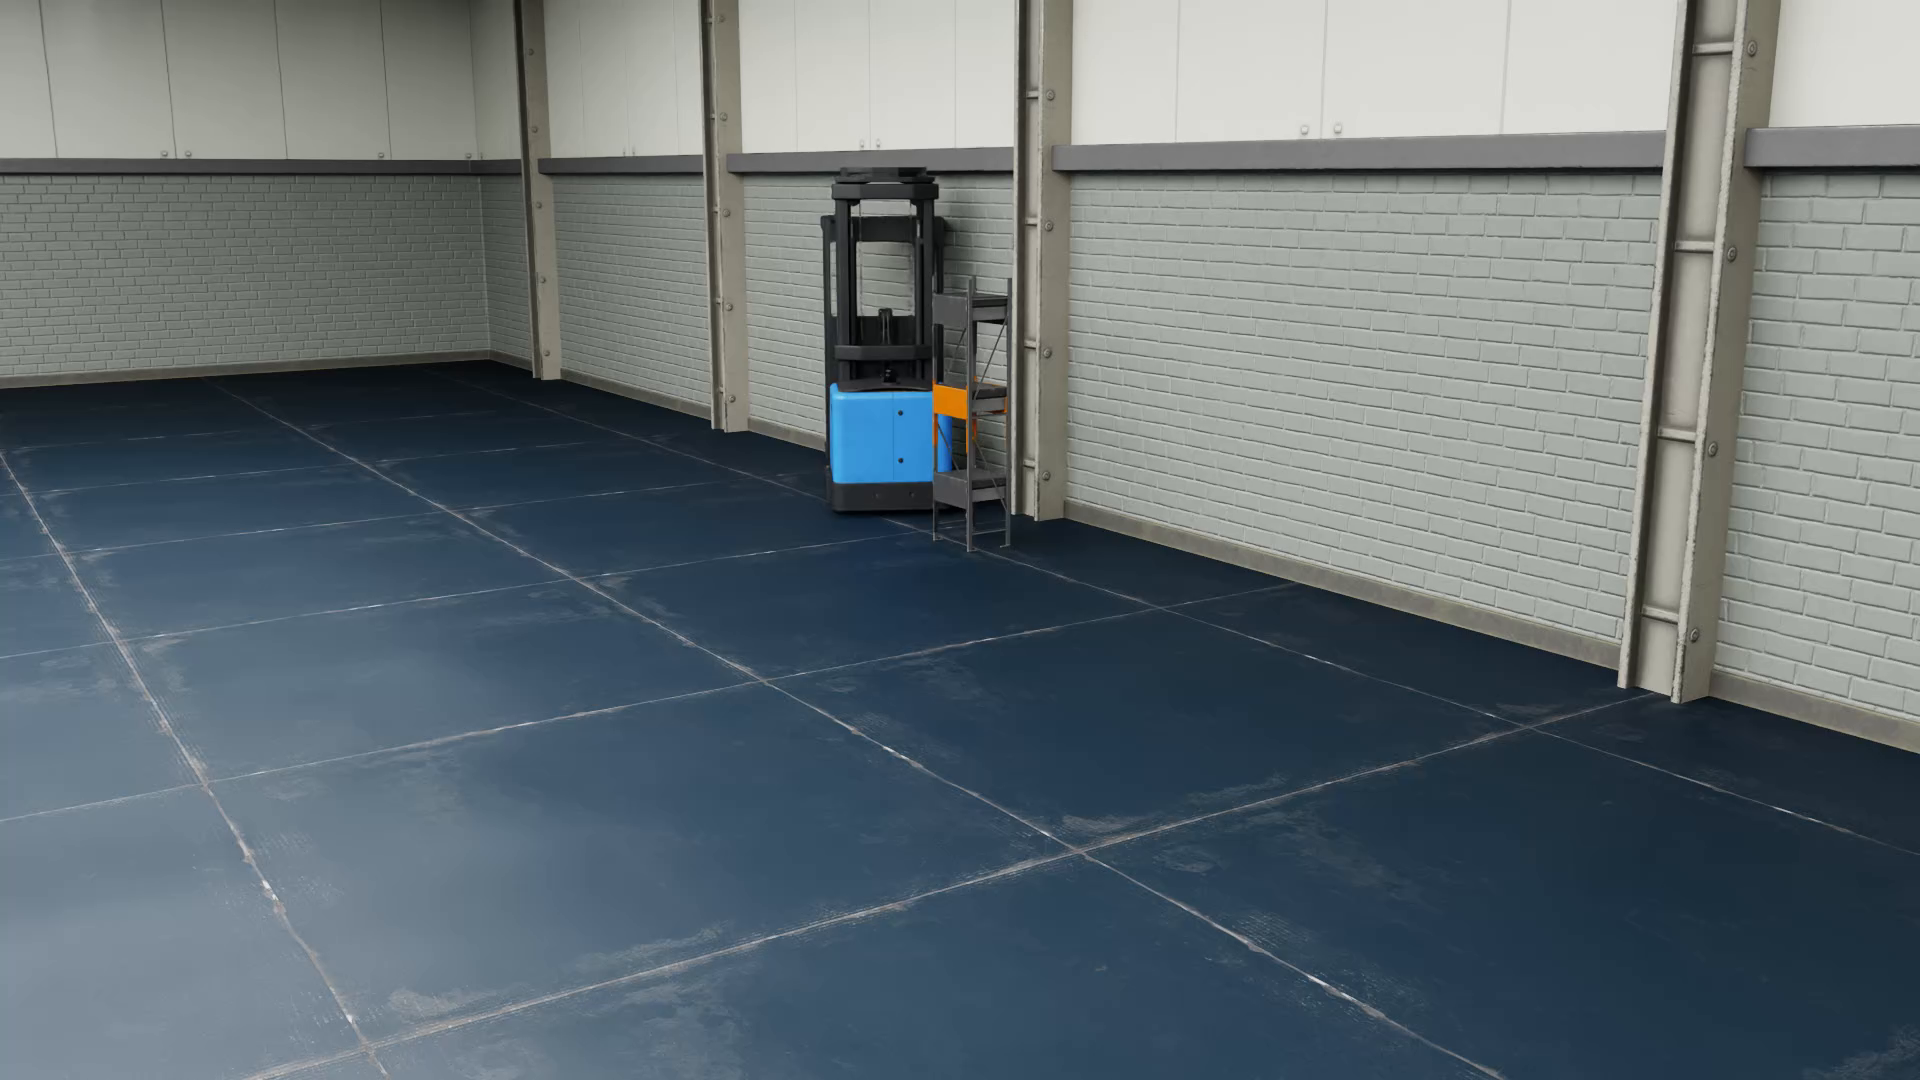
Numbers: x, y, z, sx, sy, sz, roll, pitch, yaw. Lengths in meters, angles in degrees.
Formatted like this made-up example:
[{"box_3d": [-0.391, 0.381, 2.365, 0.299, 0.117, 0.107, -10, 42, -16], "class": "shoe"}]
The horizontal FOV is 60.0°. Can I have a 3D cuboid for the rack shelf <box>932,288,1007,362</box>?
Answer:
[{"box_3d": [0.092, -1.667, 12.856, 0.431, 0.518, 0.480, -8, 15, -33], "class": "rack shelf"}]

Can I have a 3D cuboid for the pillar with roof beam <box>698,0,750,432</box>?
[{"box_3d": [-6.230, -5.166, 15.923, 9.100, 9.000, 0.400, -8, 15, -33], "class": "pillar with roof beam"}]

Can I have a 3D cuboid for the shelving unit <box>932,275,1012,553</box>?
[{"box_3d": [0.092, -0.996, 13.003, 0.431, 2.100, 0.503, -8, 15, -33], "class": "shelving unit"}]

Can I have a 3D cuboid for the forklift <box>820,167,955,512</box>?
[{"box_3d": [-0.716, -1.936, 15.356, 1.130, 2.935, 3.031, -1, 12, -6], "class": "forklift"}]

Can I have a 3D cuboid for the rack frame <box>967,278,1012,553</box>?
[{"box_3d": [0.227, -0.953, 12.804, 0.400, 2.100, 0.015, -8, 15, -33], "class": "rack frame"}]

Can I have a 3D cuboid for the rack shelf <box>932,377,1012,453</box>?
[{"box_3d": [0.092, -0.983, 13.006, 0.431, 0.518, 0.480, -8, 15, -33], "class": "rack shelf"}]

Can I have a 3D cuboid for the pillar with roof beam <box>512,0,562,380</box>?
[{"box_3d": [-9.554, -6.234, 20.803, 9.100, 9.000, 0.400, -8, 15, -33], "class": "pillar with roof beam"}]

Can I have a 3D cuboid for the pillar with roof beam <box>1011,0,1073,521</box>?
[{"box_3d": [-2.906, -4.099, 11.044, 9.100, 9.000, 0.400, -8, 15, -33], "class": "pillar with roof beam"}]

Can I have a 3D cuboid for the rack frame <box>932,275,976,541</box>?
[{"box_3d": [-0.043, -1.040, 13.201, 0.400, 2.100, 0.015, -8, 15, -33], "class": "rack frame"}]

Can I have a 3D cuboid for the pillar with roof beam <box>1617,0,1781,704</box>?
[{"box_3d": [0.418, -3.032, 6.164, 9.100, 9.000, 0.400, -8, 15, -33], "class": "pillar with roof beam"}]

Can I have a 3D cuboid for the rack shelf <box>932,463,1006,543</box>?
[{"box_3d": [0.092, -0.299, 13.155, 0.431, 0.518, 0.480, -8, 15, -33], "class": "rack shelf"}]
